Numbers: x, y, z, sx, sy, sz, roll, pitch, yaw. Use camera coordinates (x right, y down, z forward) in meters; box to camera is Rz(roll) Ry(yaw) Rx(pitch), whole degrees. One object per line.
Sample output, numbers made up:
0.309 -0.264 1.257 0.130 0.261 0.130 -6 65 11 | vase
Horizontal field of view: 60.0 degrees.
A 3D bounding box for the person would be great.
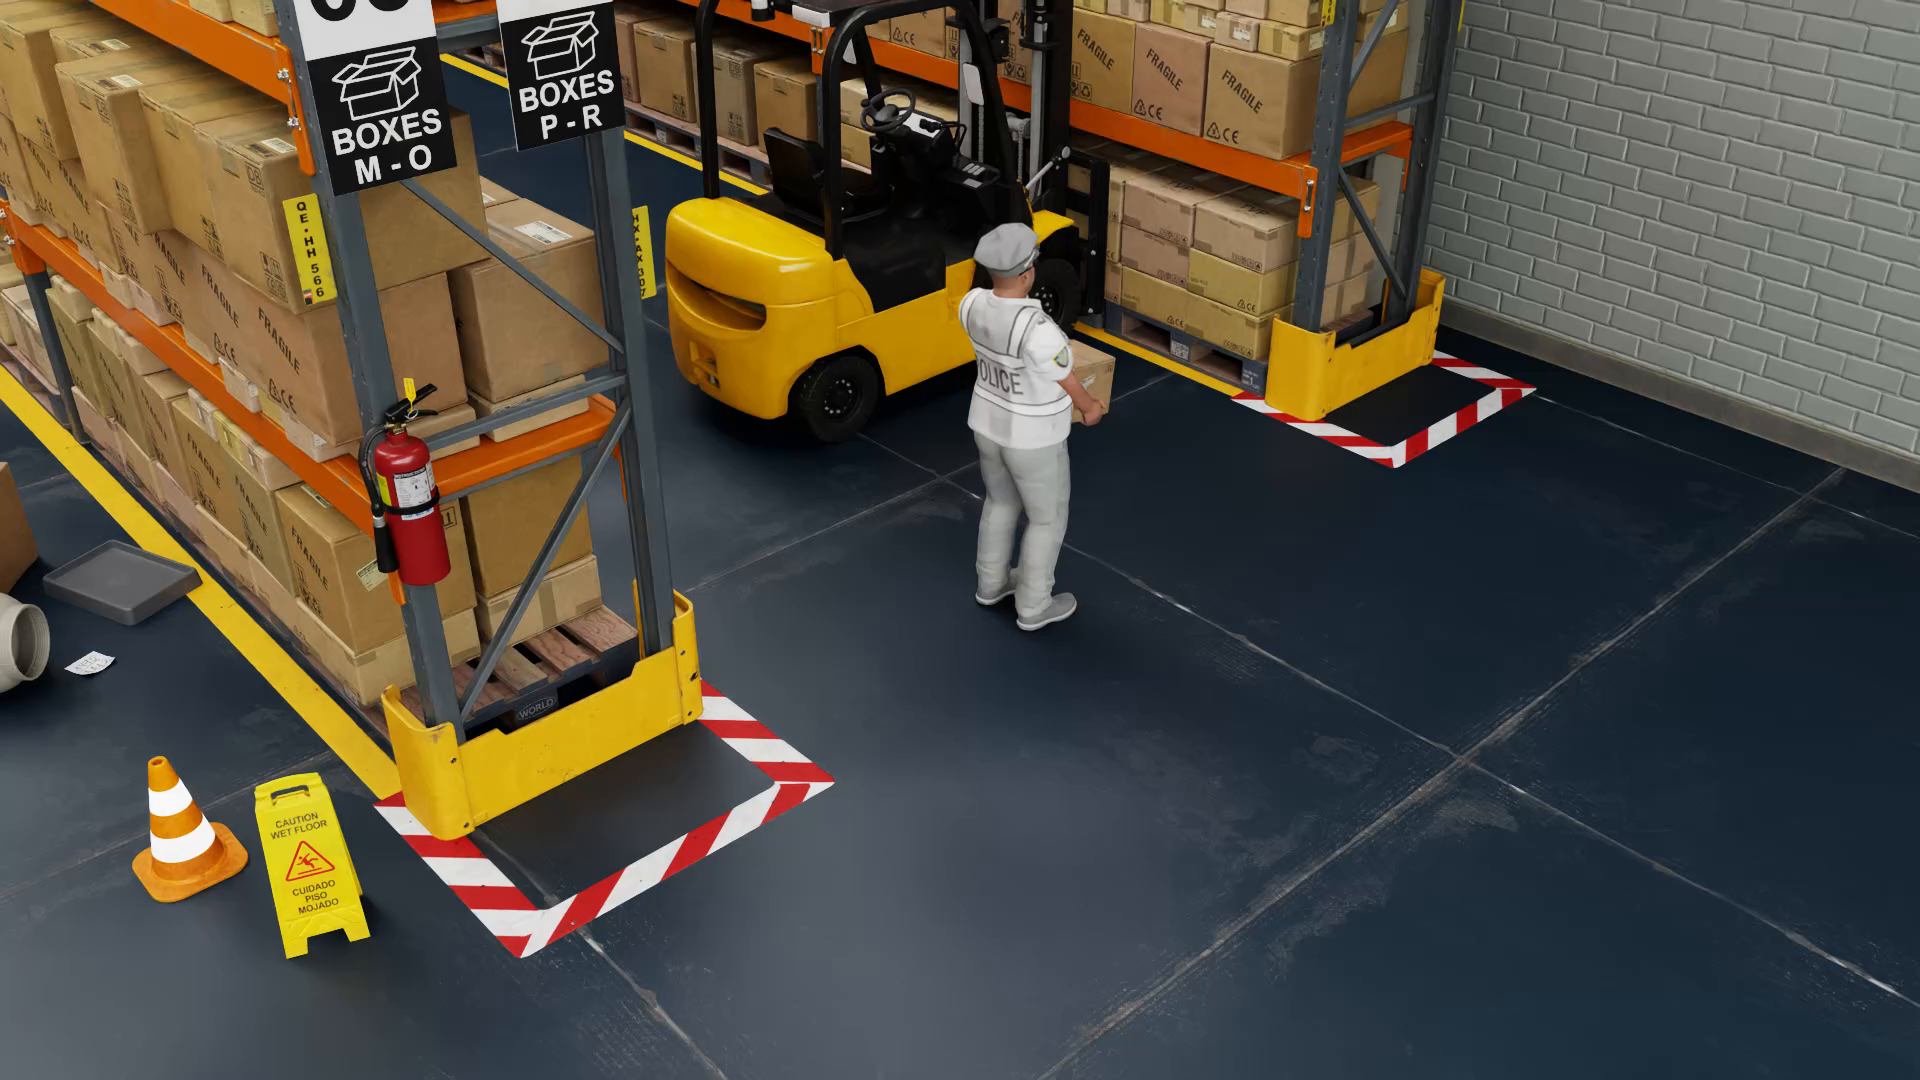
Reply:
0.307 -0.490 6.912 0.560 1.766 0.495 -25 39 -34 | person
